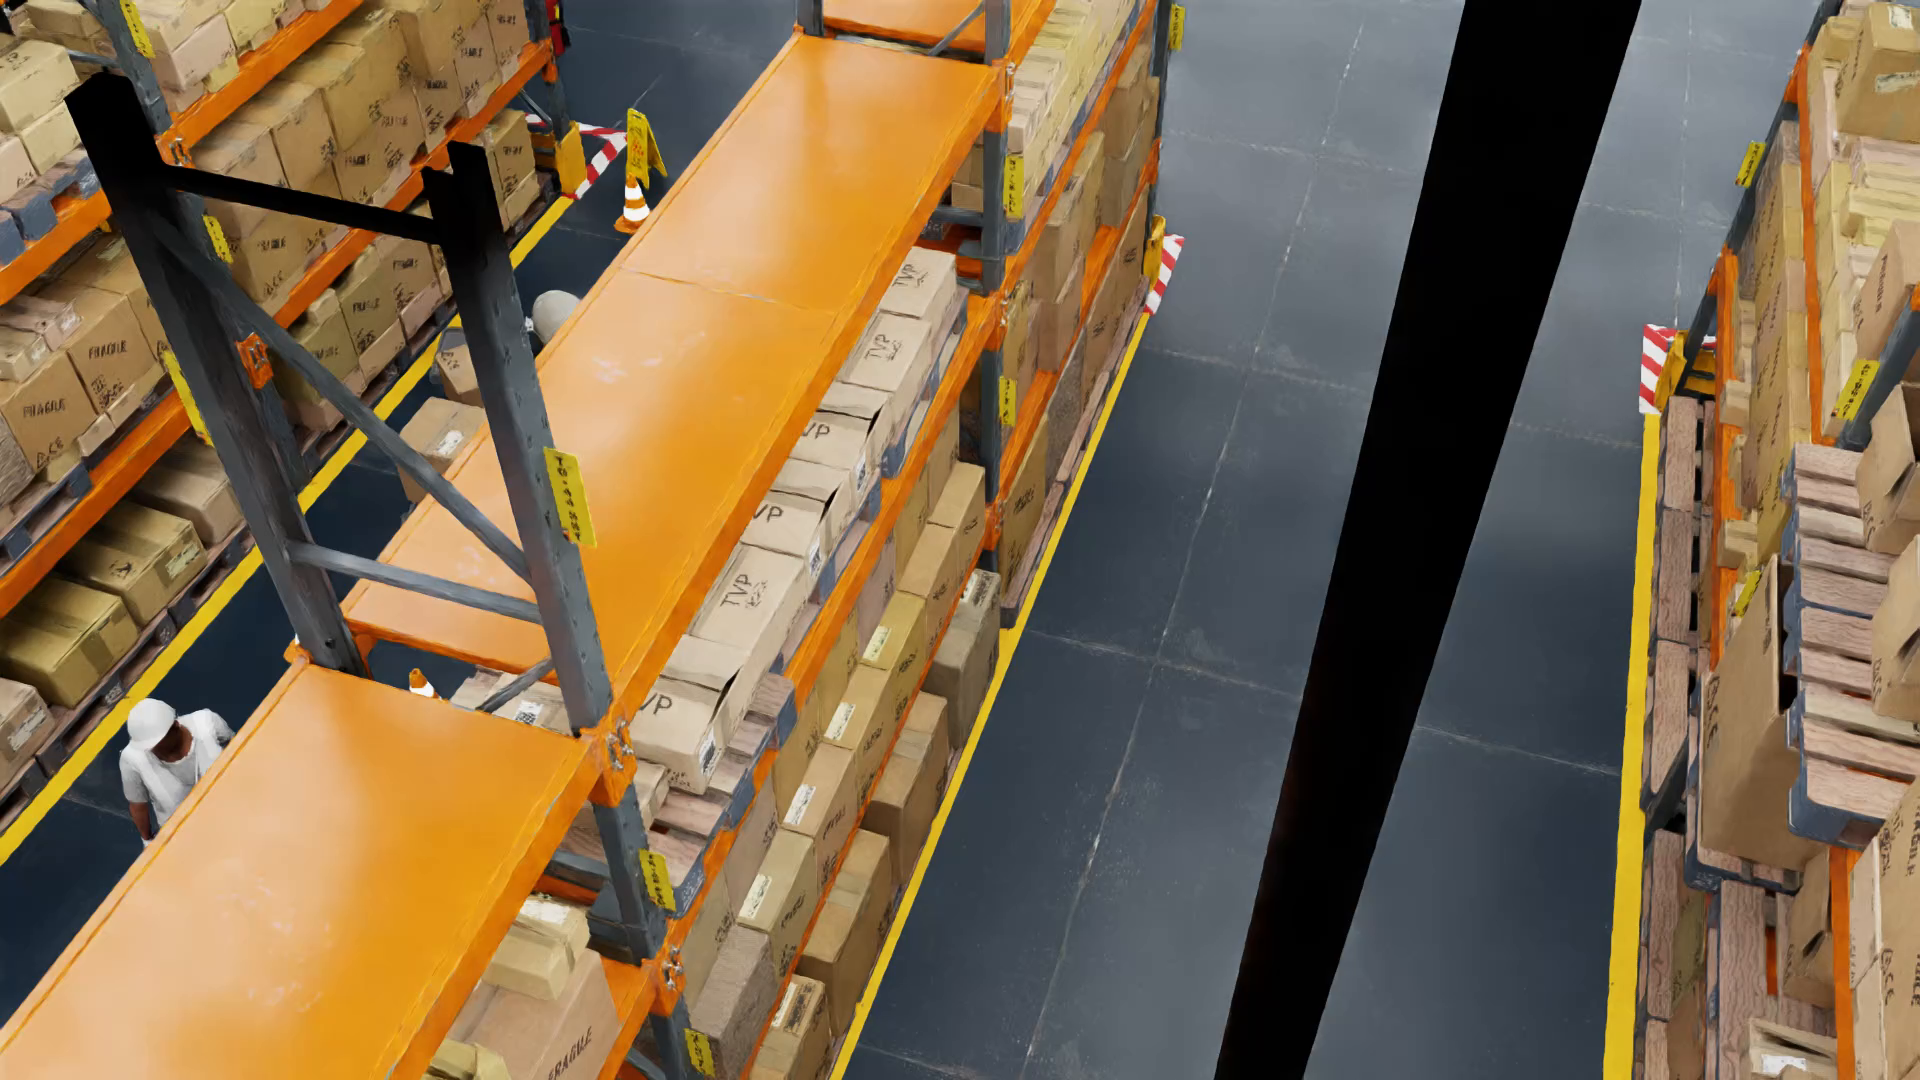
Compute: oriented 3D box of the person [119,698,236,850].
[{"bbox_3d":[-3.846,1.425,8.478,0.662,1.783,0.577,-35,55,-29],"label":"person"}]
